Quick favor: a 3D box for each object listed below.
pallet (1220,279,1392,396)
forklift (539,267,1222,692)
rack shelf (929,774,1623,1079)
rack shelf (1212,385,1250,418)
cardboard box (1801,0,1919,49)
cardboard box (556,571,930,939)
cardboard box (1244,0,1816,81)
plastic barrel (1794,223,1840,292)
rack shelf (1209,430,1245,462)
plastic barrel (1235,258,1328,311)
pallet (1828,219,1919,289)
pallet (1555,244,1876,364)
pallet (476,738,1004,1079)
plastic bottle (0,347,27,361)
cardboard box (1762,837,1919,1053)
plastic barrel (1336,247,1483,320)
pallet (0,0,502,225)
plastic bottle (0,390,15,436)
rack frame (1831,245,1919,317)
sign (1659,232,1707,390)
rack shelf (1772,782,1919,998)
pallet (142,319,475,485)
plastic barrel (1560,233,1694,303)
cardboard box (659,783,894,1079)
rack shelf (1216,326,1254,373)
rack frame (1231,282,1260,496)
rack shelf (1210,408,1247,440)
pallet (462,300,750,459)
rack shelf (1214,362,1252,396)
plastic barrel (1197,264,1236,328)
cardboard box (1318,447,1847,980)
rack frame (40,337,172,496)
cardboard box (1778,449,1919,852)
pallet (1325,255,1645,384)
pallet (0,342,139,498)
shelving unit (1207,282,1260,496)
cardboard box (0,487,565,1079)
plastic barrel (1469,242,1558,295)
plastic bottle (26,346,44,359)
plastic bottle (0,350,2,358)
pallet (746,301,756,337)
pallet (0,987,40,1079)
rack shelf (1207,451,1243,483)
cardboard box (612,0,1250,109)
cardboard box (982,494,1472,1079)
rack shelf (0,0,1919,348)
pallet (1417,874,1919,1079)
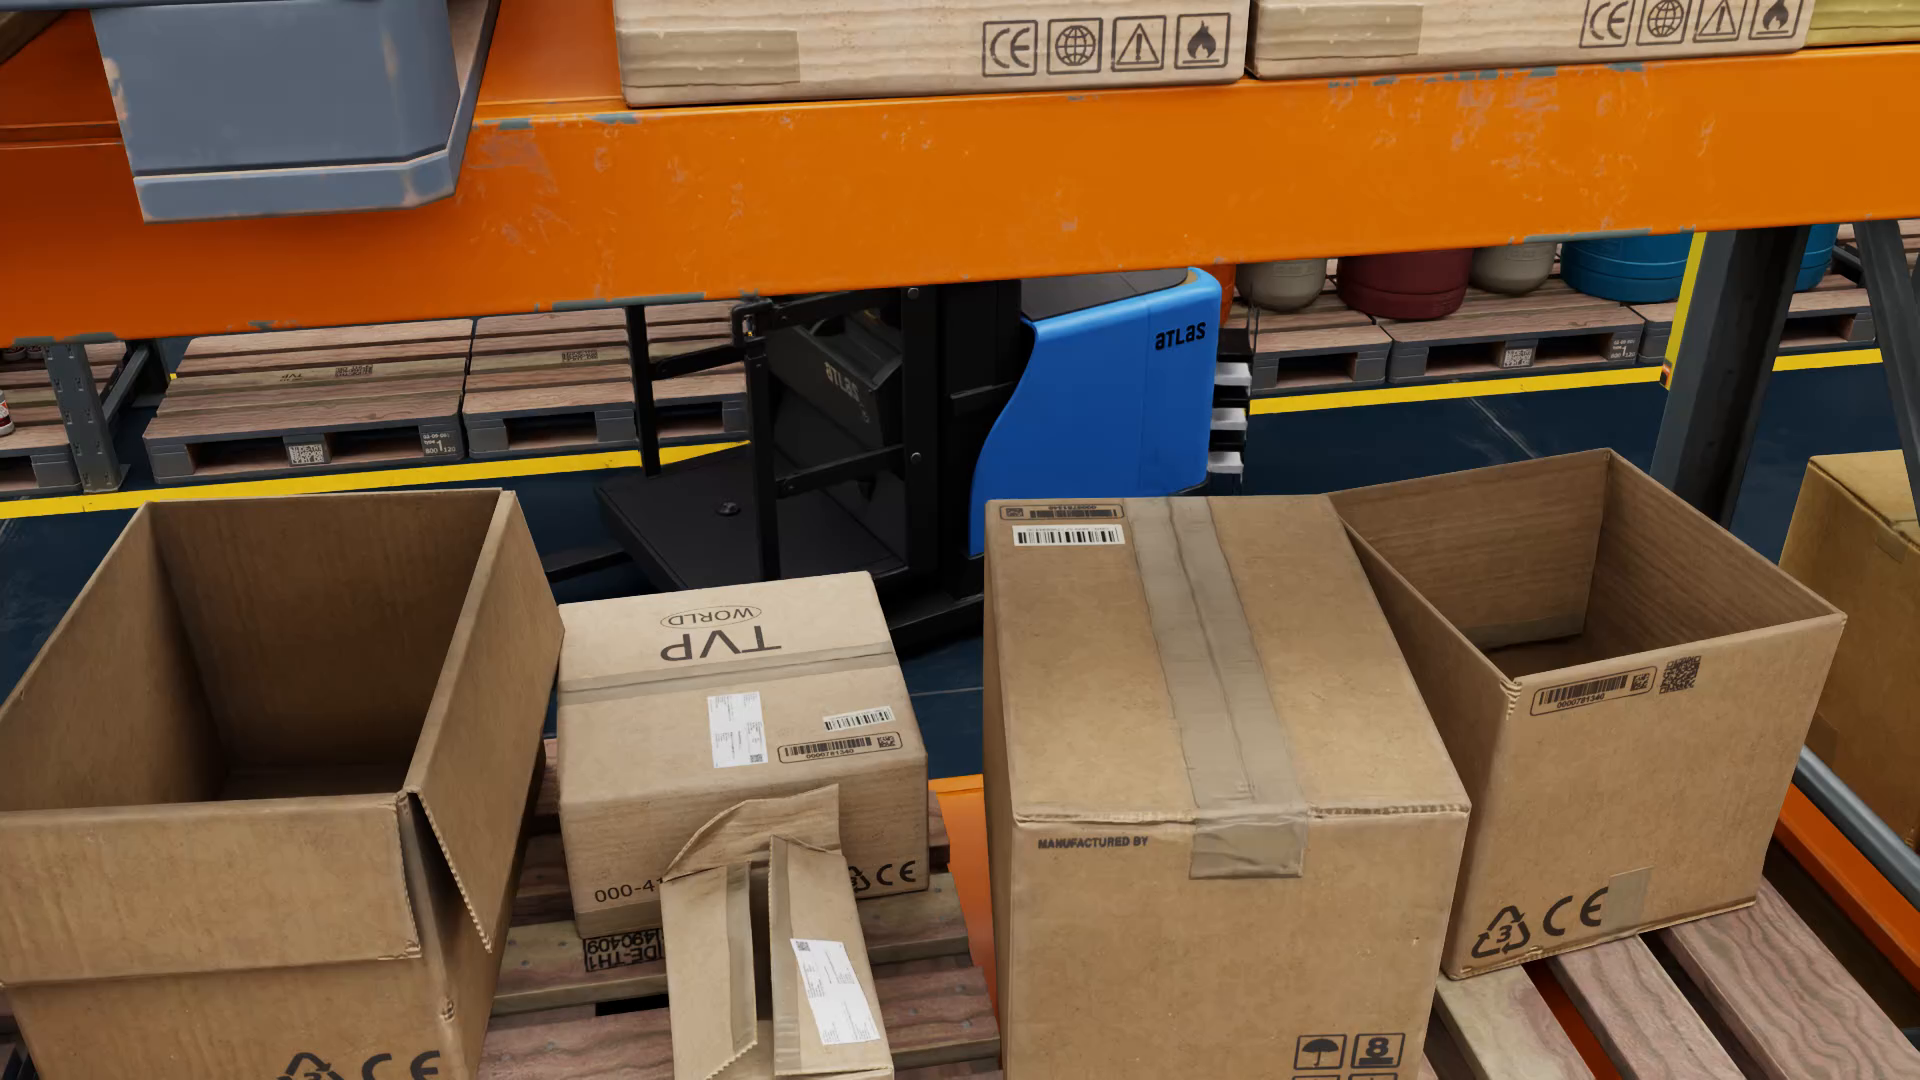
[{"bbox_3d":[1.227,-0.979,7.706,1.213,0.211,1.003,-5,31,-9],"label":"pallet"},{"bbox_3d":[-0.618,-1.044,5.134,3.031,2.935,1.130,-17,34,-27],"label":"forklift"},{"bbox_3d":[-0.616,0.874,2.514,4.000,0.370,1.077,-5,31,-9],"label":"rack shelf"},{"bbox_3d":[0.959,-0.544,6.175,0.200,0.077,0.258,1,30,2],"label":"rack shelf"},{"bbox_3d":[0.928,-0.681,1.638,0.500,0.250,0.500,-5,31,-9],"label":"cardboard box"},{"bbox_3d":[-0.339,0.304,2.508,0.500,0.250,0.500,-6,31,-10],"label":"cardboard box"},{"bbox_3d":[0.442,-0.629,1.549,0.500,0.250,0.500,-5,31,-9],"label":"cardboard box"},{"bbox_3d":[3.856,-1.688,7.818,0.708,0.901,0.600,-5,31,-9],"label":"plastic barrel"},{"bbox_3d":[0.959,-0.389,6.266,0.200,0.077,0.258,1,30,2],"label":"rack shelf"},{"bbox_3d":[1.477,-1.346,7.619,0.421,0.512,0.421,0,30,0],"label":"plastic barrel"},{"bbox_3d":[5.110,-1.337,8.316,1.213,0.211,1.003,-5,31,-9],"label":"pallet"},{"bbox_3d":[3.627,-1.201,8.085,1.213,0.211,1.003,-5,31,-9],"label":"pallet"},{"bbox_3d":[-0.589,0.665,2.348,1.213,0.211,1.003,-5,31,-9],"label":"pallet"},{"bbox_3d":[-4.068,-0.877,7.109,0.097,0.201,0.097,0,30,0],"label":"plastic bottle"},{"bbox_3d":[2.034,1.064,3.163,0.875,0.875,1.225,-7,31,-11],"label":"cardboard box"},{"bbox_3d":[2.048,-1.386,7.612,0.708,0.588,0.600,-5,31,-9],"label":"plastic barrel"},{"bbox_3d":[-0.937,-0.565,1.477,1.003,0.211,1.213,-5,31,-9],"label":"pallet"},{"bbox_3d":[-3.776,-0.518,6.498,0.097,0.201,0.097,0,30,0],"label":"plastic bottle"},{"bbox_3d":[4.394,-2.453,7.462,0.127,3.000,1.000,-5,31,-9],"label":"rack frame"},{"bbox_3d":[1.248,-0.394,2.818,0.005,0.325,0.100,-5,31,-9],"label":"sign"},{"bbox_3d":[3.319,0.509,3.135,4.000,0.370,1.077,-5,31,-9],"label":"rack shelf"},{"bbox_3d":[-2.710,-0.612,7.082,1.213,0.211,1.003,-5,31,-9],"label":"pallet"},{"bbox_3d":[3.159,-1.624,7.708,0.708,0.901,0.600,-5,31,-9],"label":"plastic barrel"},{"bbox_3d":[-0.240,0.545,2.081,0.258,0.266,0.396,-6,31,-10],"label":"cardboard box"},{"bbox_3d":[0.959,-0.699,6.084,0.200,0.077,0.258,1,30,2],"label":"rack shelf"},{"bbox_3d":[1.060,-0.493,6.200,0.006,0.900,0.240,1,30,2],"label":"rack frame"},{"bbox_3d":[0.959,-0.466,6.221,0.200,0.077,0.258,1,30,2],"label":"rack shelf"},{"bbox_3d":[-1.507,-0.725,7.274,1.213,0.211,1.003,-5,31,-9],"label":"pallet"},{"bbox_3d":[0.959,-0.621,6.130,0.200,0.077,0.258,1,30,2],"label":"rack shelf"},{"bbox_3d":[0.937,-1.387,7.375,0.708,0.830,0.600,-5,31,-9],"label":"plastic barrel"},{"bbox_3d":[0.827,0.227,2.392,0.500,0.500,0.500,-9,32,-15],"label":"cardboard box"},{"bbox_3d":[-3.475,-1.723,6.220,0.127,3.000,1.000,-5,31,-9],"label":"rack frame"},{"bbox_3d":[1.792,0.170,2.903,0.500,0.500,0.500,-4,31,-7],"label":"cardboard box"},{"bbox_3d":[2.425,-1.088,7.892,1.213,0.211,1.003,-5,31,-9],"label":"pallet"},{"bbox_3d":[-4.144,-0.480,6.858,1.213,0.211,1.003,-5,31,-9],"label":"pallet"},{"bbox_3d":[0.959,-0.495,6.204,0.210,0.900,0.258,1,30,2],"label":"shelving unit"},{"bbox_3d":[-0.895,0.317,2.236,0.637,0.503,0.797,-2,31,-4],"label":"cardboard box"},{"bbox_3d":[2.587,-1.449,7.795,0.421,0.512,0.421,0,30,0],"label":"plastic barrel"},{"bbox_3d":[-3.968,-0.886,7.125,0.097,0.201,0.097,0,30,0],"label":"plastic bottle"},{"bbox_3d":[-4.181,-0.885,7.048,0.135,0.276,0.152,-4,31,-7],"label":"plastic bottle"},{"bbox_3d":[-0.310,-0.834,7.461,1.213,0.211,1.003,-5,31,-9],"label":"pallet"},{"bbox_3d":[-1.805,0.832,2.065,1.213,0.211,1.003,-5,31,-9],"label":"pallet"},{"bbox_3d":[0.959,-0.311,6.312,0.200,0.077,0.258,1,30,2],"label":"rack shelf"},{"bbox_3d":[-0.052,-0.585,1.473,0.500,0.250,0.500,-4,31,-8],"label":"cardboard box"},{"bbox_3d":[0.296,0.328,2.221,0.500,0.500,0.700,-1,30,-2],"label":"cardboard box"},{"bbox_3d":[-0.616,-0.419,1.753,4.000,0.370,1.077,-5,31,-9],"label":"rack shelf"},{"bbox_3d":[0.669,0.582,2.489,1.003,0.211,1.213,-5,31,-9],"label":"pallet"}]
